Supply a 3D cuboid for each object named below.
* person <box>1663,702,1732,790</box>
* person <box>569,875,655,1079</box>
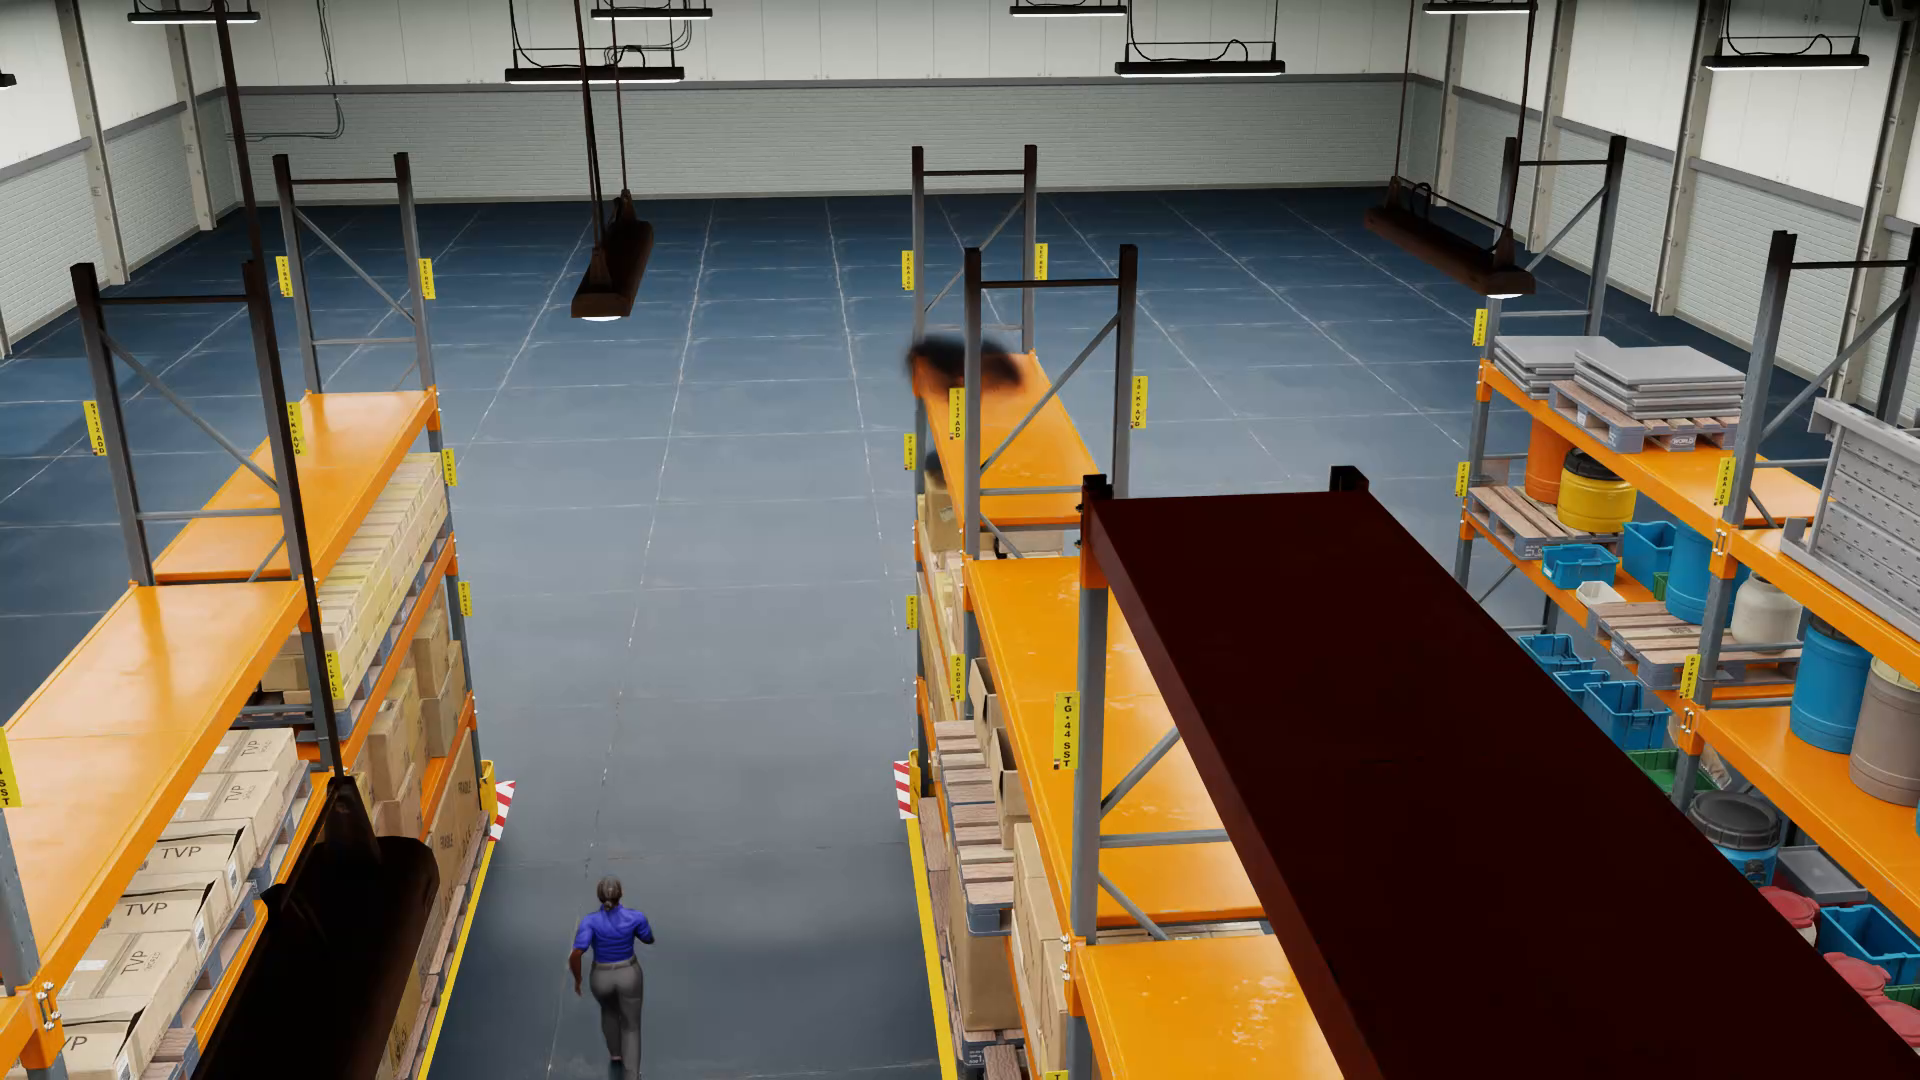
[{"bbox_3d":[6.947,1.512,15.687,0.874,1.580,0.700,12,25,28],"label":"person"},{"bbox_3d":[-2.384,3.101,11.540,0.558,1.705,0.860,-3,22,-7],"label":"person"}]
